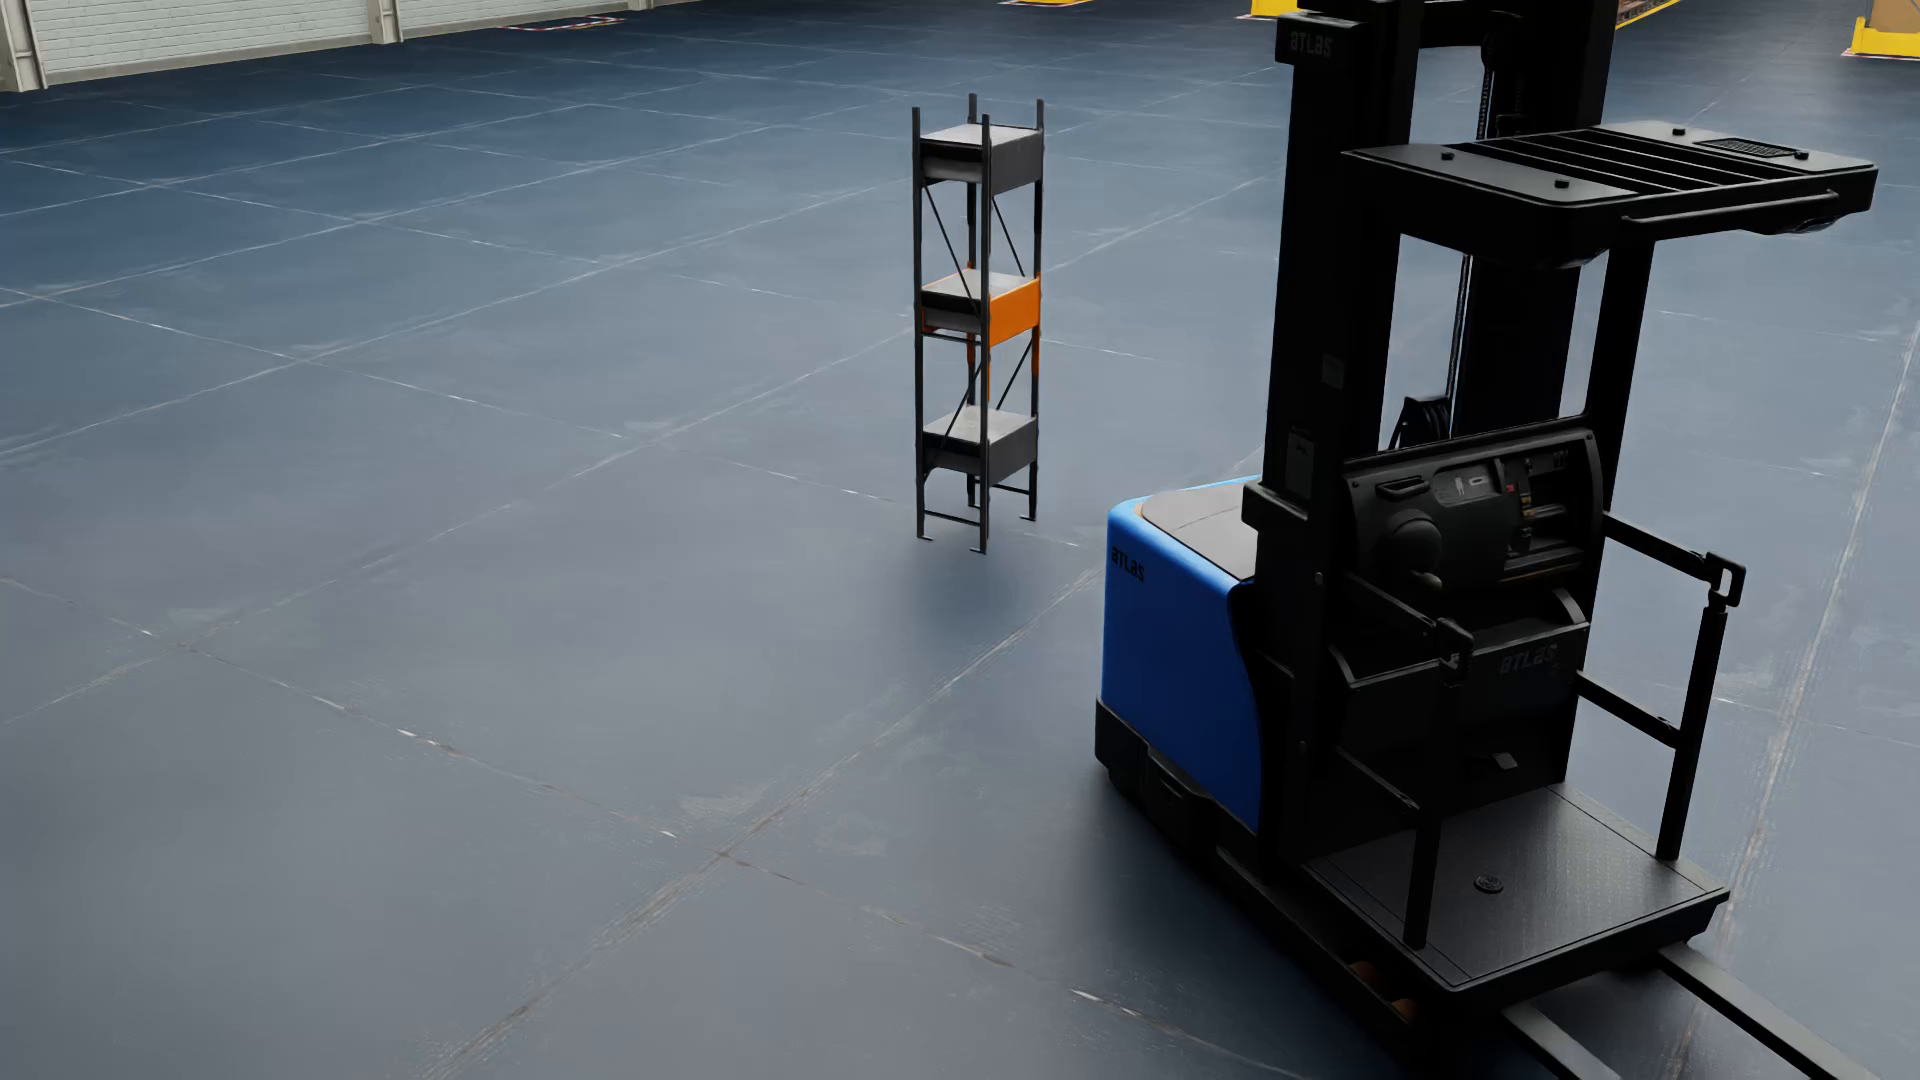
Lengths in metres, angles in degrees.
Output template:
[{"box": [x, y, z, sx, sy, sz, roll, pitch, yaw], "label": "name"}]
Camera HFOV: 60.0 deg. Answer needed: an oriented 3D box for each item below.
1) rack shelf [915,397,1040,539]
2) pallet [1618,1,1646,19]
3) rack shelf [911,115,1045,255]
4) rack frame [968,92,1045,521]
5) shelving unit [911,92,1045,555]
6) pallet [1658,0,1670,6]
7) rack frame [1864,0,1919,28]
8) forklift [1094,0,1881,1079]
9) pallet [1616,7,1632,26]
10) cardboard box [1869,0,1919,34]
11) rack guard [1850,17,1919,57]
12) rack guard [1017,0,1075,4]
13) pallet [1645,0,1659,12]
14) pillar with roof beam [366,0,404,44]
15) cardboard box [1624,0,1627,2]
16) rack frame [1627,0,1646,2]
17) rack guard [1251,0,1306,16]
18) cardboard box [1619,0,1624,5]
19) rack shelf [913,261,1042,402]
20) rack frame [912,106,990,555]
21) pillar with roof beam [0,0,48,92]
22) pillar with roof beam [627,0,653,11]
[{"box": [0.087, -0.365, 8.245, 0.431, 0.518, 0.480, 14, 27, 29], "label": "rack shelf"}, {"box": [11.906, -9.727, 30.453, 1.003, 0.211, 1.213, 14, 27, 29], "label": "pallet"}, {"box": [0.087, -1.649, 7.689, 0.431, 0.518, 0.480, 14, 27, 29], "label": "rack shelf"}, {"box": [0.216, -1.102, 8.152, 0.400, 2.100, 0.015, 14, 27, 29], "label": "rack frame"}, {"box": [0.087, -1.019, 7.962, 0.431, 2.100, 0.503, 14, 27, 29], "label": "shelving unit"}, {"box": [13.283, -10.638, 32.557, 1.003, 0.211, 1.213, 14, 27, 29], "label": "pallet"}, {"box": [14.281, -8.817, 24.842, 1.000, 3.000, 0.127, 14, 27, 29], "label": "rack frame"}, {"box": [1.608, -0.052, 4.680, 1.130, 2.935, 3.031, -11, 26, -24], "label": "forklift"}, {"box": [11.264, -9.314, 29.499, 1.003, 0.211, 1.213, 14, 27, 29], "label": "pallet"}, {"box": [14.583, -8.278, 25.741, 0.875, 0.875, 0.875, 14, 27, 29], "label": "cardboard box"}, {"box": [14.268, -7.662, 25.320, 1.175, 0.500, 0.348, 14, 27, 29], "label": "rack guard"}, {"box": [1.694, -10.813, 32.598, 1.175, 0.500, 0.348, 14, 27, 29], "label": "rack guard"}, {"box": [12.640, -10.224, 31.602, 1.003, 0.211, 1.213, 14, 27, 29], "label": "pallet"}, {"box": [-5.542, -11.223, 22.848, 9.100, 9.000, 0.400, 14, 27, 29], "label": "pillar with roof beam"}, {"box": [11.986, -10.160, 30.561, 0.500, 0.500, 0.500, 13, 27, 27], "label": "cardboard box"}, {"box": [12.231, -11.241, 30.440, 1.000, 3.000, 0.127, 14, 27, 29], "label": "rack frame"}, {"box": [5.913, -9.817, 30.298, 1.175, 0.500, 0.348, 14, 27, 29], "label": "rack guard"}, {"box": [11.690, -9.965, 30.111, 0.500, 0.500, 0.500, -18, 29, -36], "label": "cardboard box"}, {"box": [0.087, -1.007, 7.967, 0.431, 0.518, 0.480, 14, 27, 29], "label": "rack shelf"}, {"box": [-0.041, -0.937, 7.772, 0.400, 2.100, 0.015, 14, 27, 29], "label": "rack frame"}, {"box": [-8.707, -9.198, 18.170, 9.100, 9.000, 0.400, 14, 27, 29], "label": "pillar with roof beam"}, {"box": [-2.377, -13.248, 27.526, 9.100, 9.000, 0.400, 14, 27, 29], "label": "pillar with roof beam"}]
